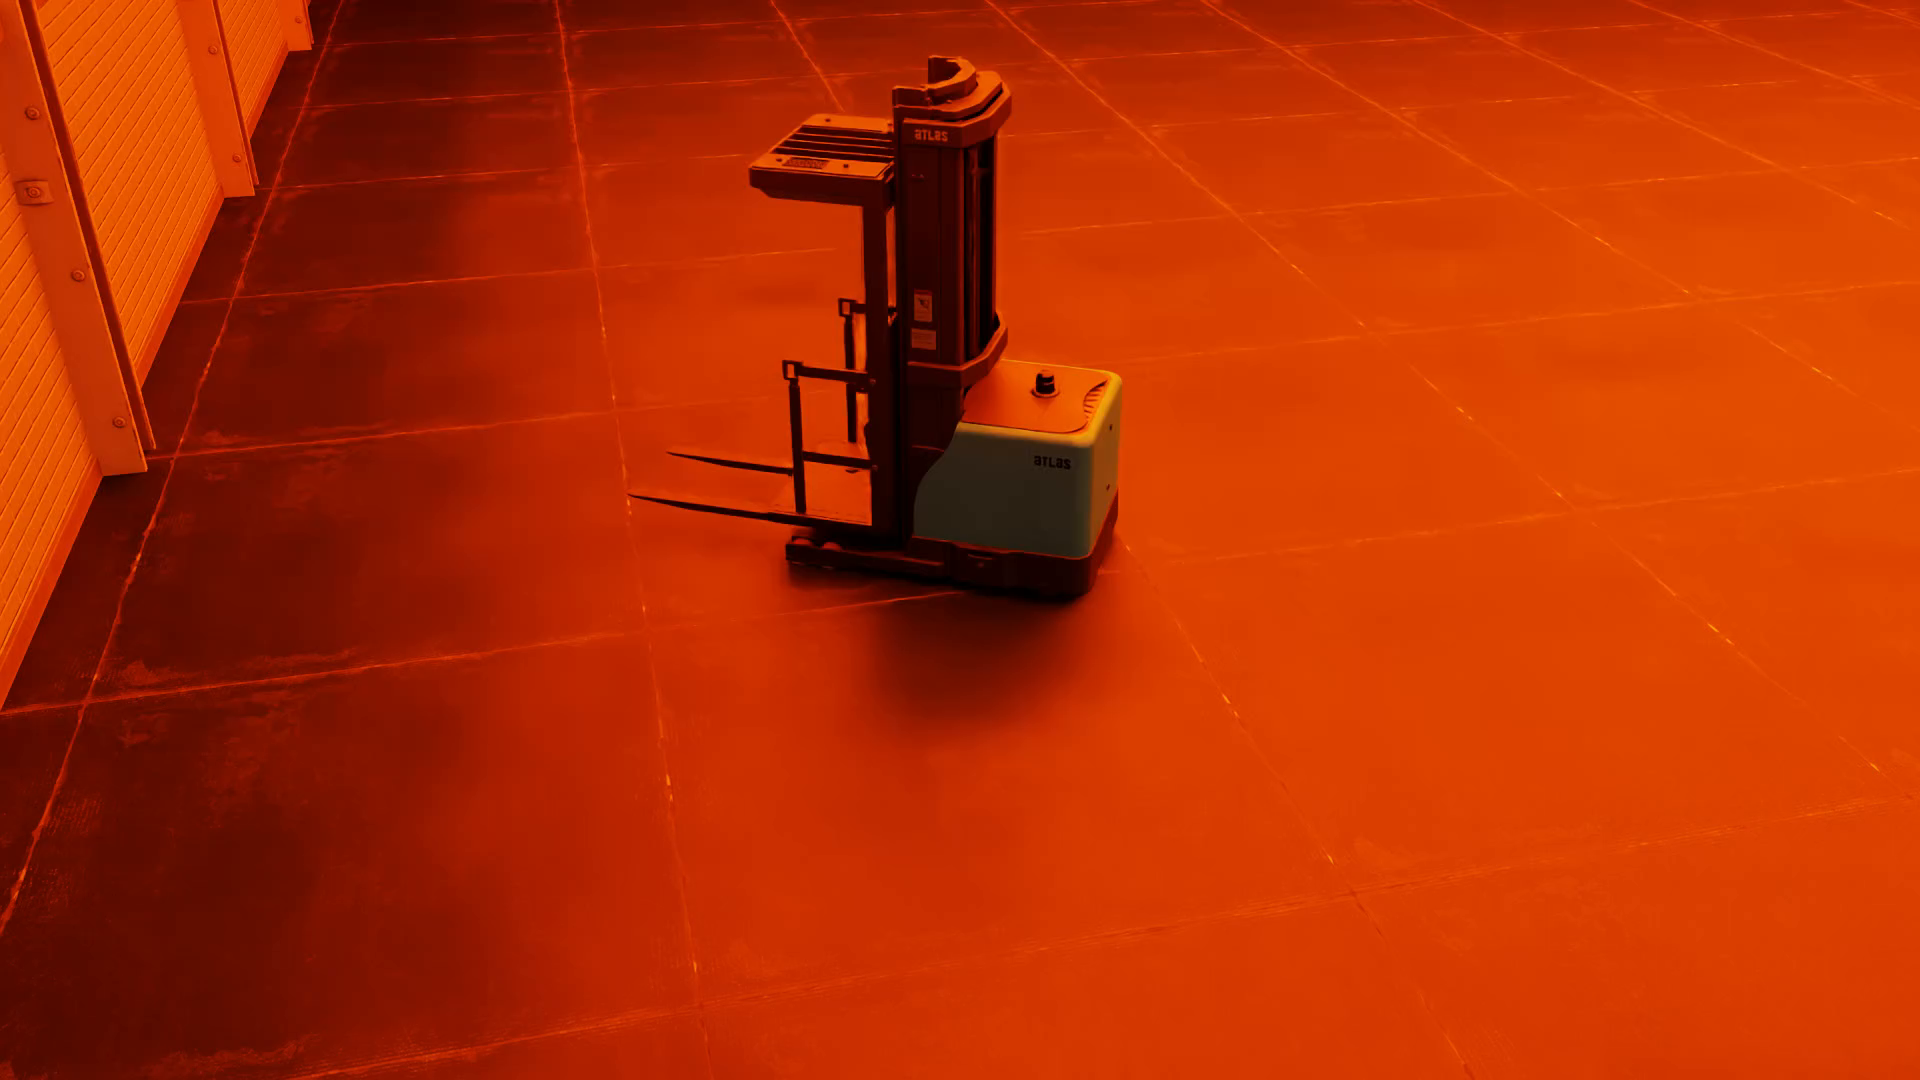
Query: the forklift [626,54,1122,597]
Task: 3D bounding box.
[{"bbox_3d":[-0.577,-1.331,9.874,3.031,2.935,1.130,8,31,13],"label":"forklift"}]
